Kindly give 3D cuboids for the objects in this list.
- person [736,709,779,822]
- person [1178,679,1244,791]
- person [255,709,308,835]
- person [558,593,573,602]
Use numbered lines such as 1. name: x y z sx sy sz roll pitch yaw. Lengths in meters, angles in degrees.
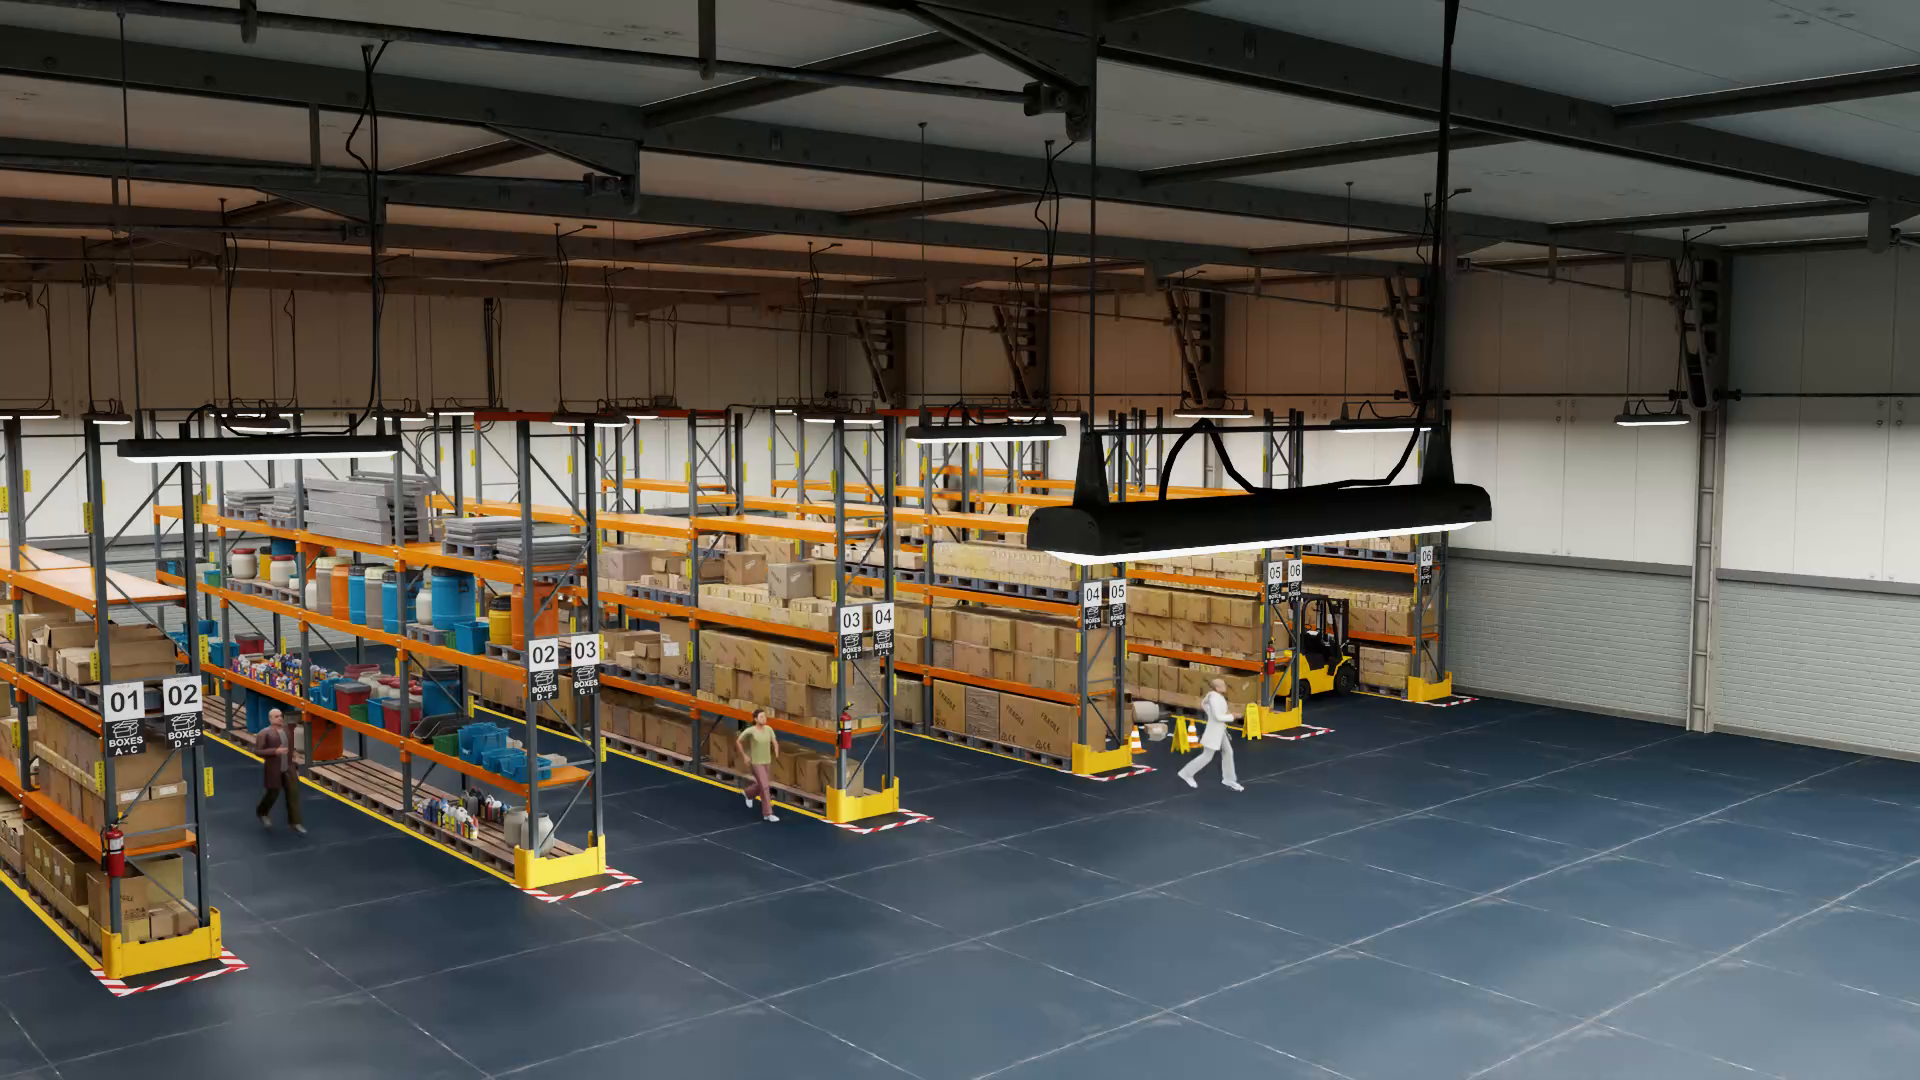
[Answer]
1. person: -3.003 3.318 24.766 0.604 1.643 0.909 -4 7 -41
2. person: 4.026 3.108 26.578 1.041 1.817 0.726 1 5 12
3. person: -9.803 3.310 23.917 1.034 1.784 0.701 4 6 35
4. person: -9.376 1.995 39.452 0.675 1.815 0.758 1 5 7
